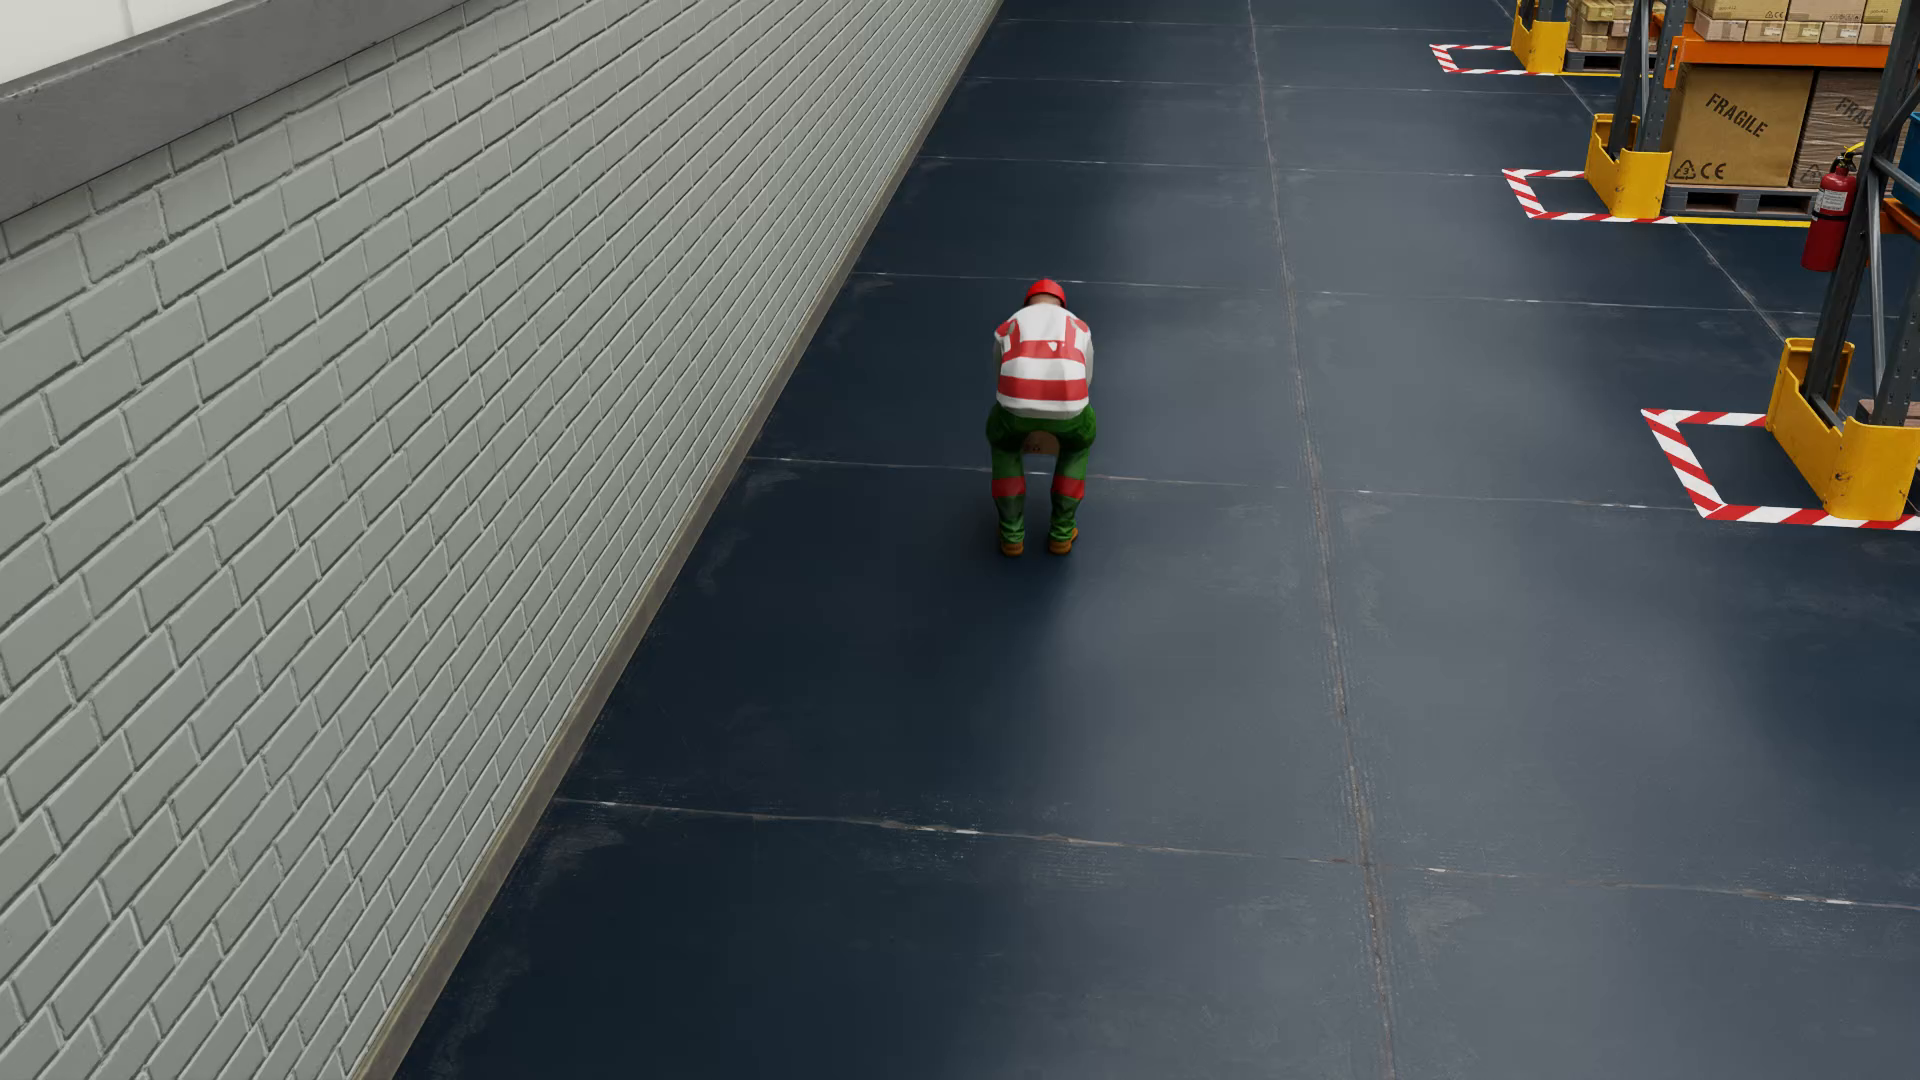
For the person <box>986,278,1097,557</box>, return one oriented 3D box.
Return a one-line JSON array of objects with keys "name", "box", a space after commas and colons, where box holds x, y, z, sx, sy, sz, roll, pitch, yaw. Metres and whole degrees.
[{"name": "person", "box": [0.385, -0.564, 7.841, 0.517, 1.136, 0.950, 2, 28, 4]}]
